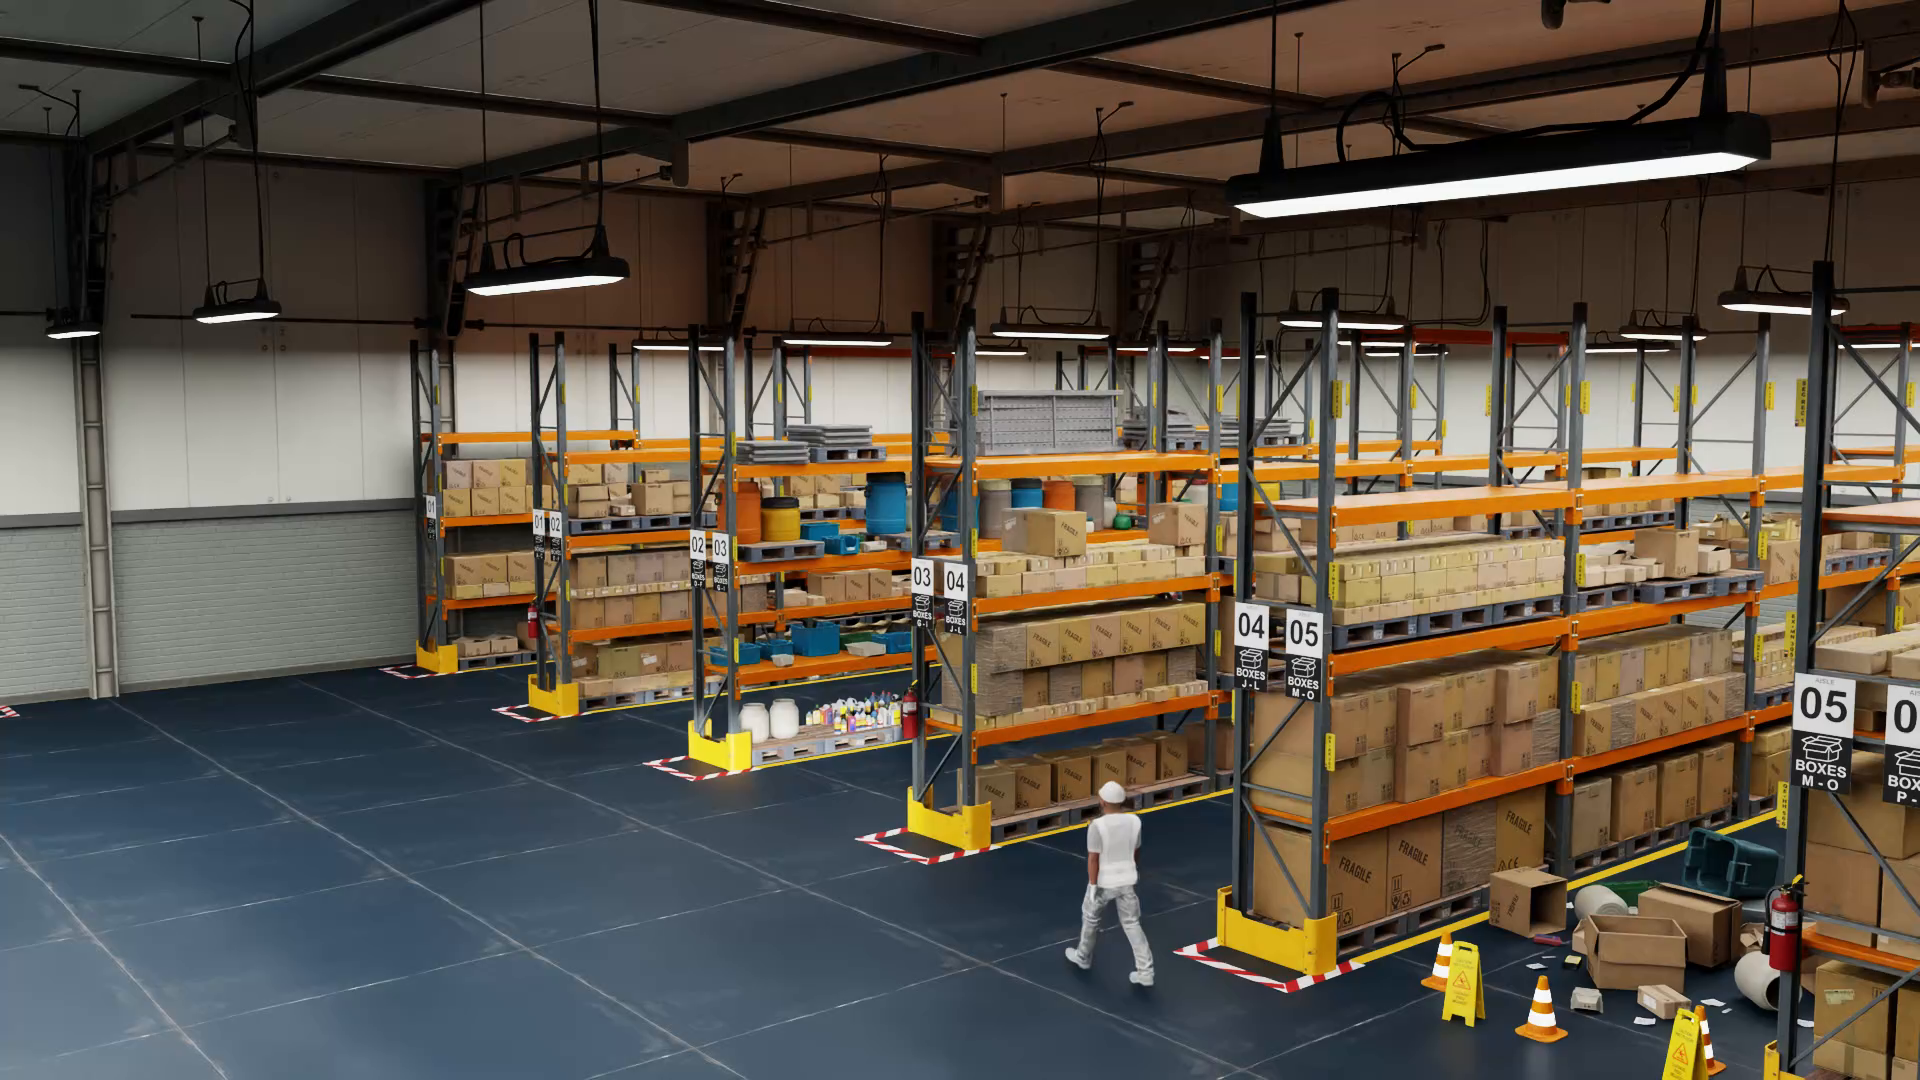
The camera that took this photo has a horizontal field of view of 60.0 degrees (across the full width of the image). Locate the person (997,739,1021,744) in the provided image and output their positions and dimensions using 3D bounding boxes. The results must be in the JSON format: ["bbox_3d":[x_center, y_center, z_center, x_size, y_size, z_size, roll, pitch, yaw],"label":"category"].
[{"bbox_3d":[0.699,2.124,24.105,0.552,1.726,0.477,5,7,42],"label":"person"}]

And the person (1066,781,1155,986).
[{"bbox_3d":[1.313,2.959,14.475,0.561,1.735,1.087,-3,6,-27],"label":"person"}]

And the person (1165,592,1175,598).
[{"bbox_3d":[3.845,1.373,31.459,0.582,1.777,0.634,-1,5,-9],"label":"person"}]
